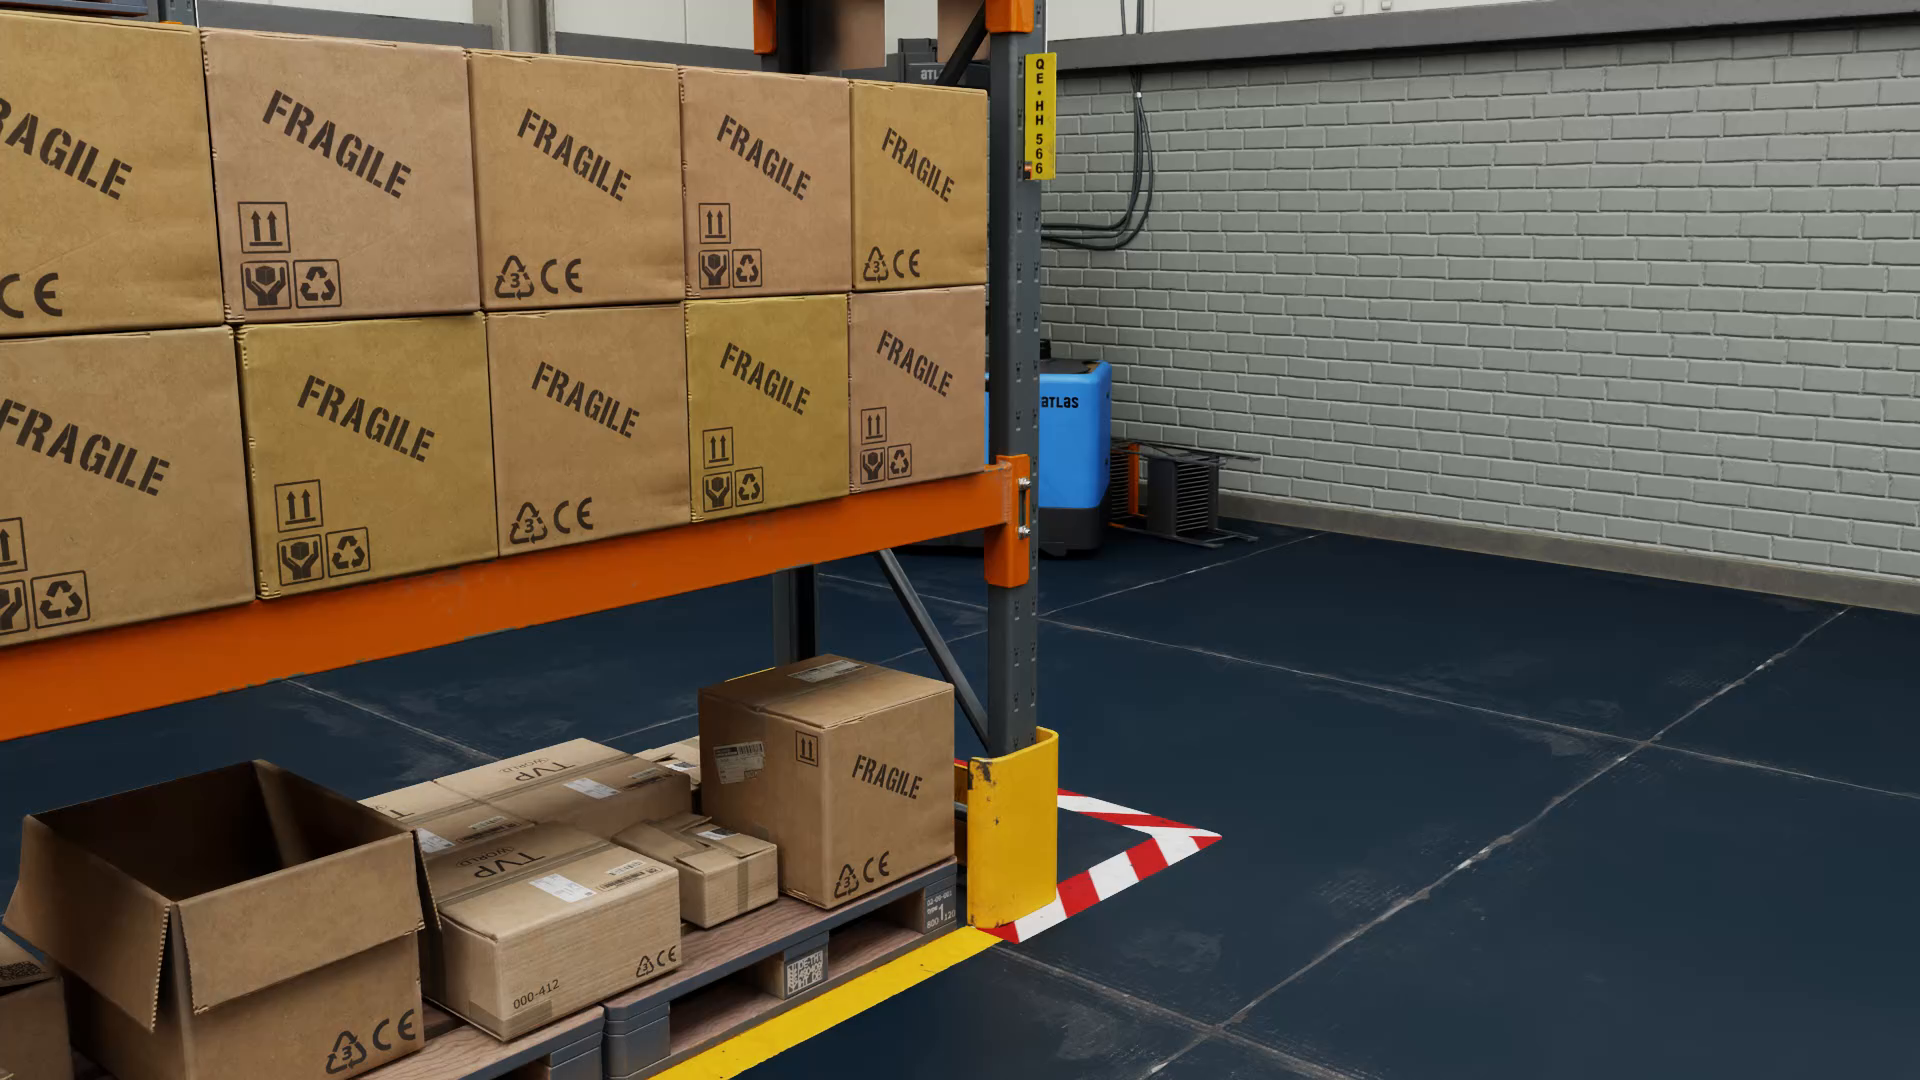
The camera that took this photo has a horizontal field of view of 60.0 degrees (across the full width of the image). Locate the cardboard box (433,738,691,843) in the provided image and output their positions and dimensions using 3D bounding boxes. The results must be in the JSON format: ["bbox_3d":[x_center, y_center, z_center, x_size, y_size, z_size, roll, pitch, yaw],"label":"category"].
[{"bbox_3d":[-1.092,0.772,4.585,0.500,0.250,0.500,10,15,40],"label":"cardboard box"}]

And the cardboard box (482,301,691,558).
[{"bbox_3d":[-0.954,-0.276,3.680,0.500,0.500,0.500,10,15,41],"label":"cardboard box"}]

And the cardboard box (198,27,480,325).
[{"bbox_3d":[-1.288,-0.689,3.194,0.500,0.500,0.500,10,15,42],"label":"cardboard box"}]

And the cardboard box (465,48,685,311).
[{"bbox_3d":[-0.949,-0.765,3.573,0.500,0.500,0.500,10,15,42],"label":"cardboard box"}]

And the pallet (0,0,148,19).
[{"bbox_3d":[-4.395,-2.434,7.310,1.003,0.211,1.213,10,15,40],"label":"pallet"}]

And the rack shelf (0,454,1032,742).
[{"bbox_3d":[-1.510,0.169,3.541,1.077,0.370,4.000,10,15,40],"label":"rack shelf"}]

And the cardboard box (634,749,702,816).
[{"bbox_3d":[-0.890,0.750,4.908,0.380,0.166,0.250,10,15,40],"label":"cardboard box"}]

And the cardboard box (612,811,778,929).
[{"bbox_3d":[-0.699,0.856,4.378,0.380,0.166,0.250,10,15,40],"label":"cardboard box"}]

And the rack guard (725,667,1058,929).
[{"bbox_3d":[-0.240,0.759,5.133,1.175,0.500,0.348,10,15,40],"label":"rack guard"}]

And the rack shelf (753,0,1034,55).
[{"bbox_3d":[-1.510,-1.302,3.247,1.077,0.370,4.000,10,15,40],"label":"rack shelf"}]

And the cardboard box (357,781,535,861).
[{"bbox_3d":[-1.422,0.845,4.217,0.500,0.250,0.500,10,15,40],"label":"cardboard box"}]

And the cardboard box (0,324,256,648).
[{"bbox_3d":[-1.622,-0.127,2.933,0.500,0.500,0.500,10,15,40],"label":"cardboard box"}]

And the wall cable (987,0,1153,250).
[{"bbox_3d":[0.088,-3.323,11.799,3.097,2.526,0.112,10,15,40],"label":"wall cable"}]

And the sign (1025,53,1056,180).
[{"bbox_3d":[0.214,-1.126,4.426,0.100,0.325,0.005,10,15,40],"label":"sign"}]

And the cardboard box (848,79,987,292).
[{"bbox_3d":[-0.277,-0.916,4.330,0.500,0.500,0.500,10,15,40],"label":"cardboard box"}]

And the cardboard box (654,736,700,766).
[{"bbox_3d":[-0.725,0.722,5.094,0.380,0.149,0.250,10,15,40],"label":"cardboard box"}]

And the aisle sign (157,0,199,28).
[{"bbox_3d":[-3.641,-2.364,7.752,0.394,0.787,0.004,10,15,40],"label":"aisle sign"}]

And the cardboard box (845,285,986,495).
[{"bbox_3d":[-0.281,-0.426,4.428,0.500,0.500,0.500,10,15,42],"label":"cardboard box"}]

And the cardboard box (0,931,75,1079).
[{"bbox_3d":[-2.172,0.983,3.374,0.500,0.311,0.500,10,15,40],"label":"cardboard box"}]

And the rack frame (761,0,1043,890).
[{"bbox_3d":[-0.190,-0.478,4.944,1.000,3.000,0.127,10,15,40],"label":"rack frame"}]

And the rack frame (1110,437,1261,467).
[{"bbox_3d":[1.002,-0.615,10.710,0.400,0.015,2.100,-9,14,-38],"label":"rack frame"}]

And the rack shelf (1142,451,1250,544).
[{"bbox_3d":[1.450,-0.273,10.209,0.431,0.480,0.518,-9,14,-38],"label":"rack shelf"}]

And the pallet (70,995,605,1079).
[{"bbox_3d":[-1.571,1.197,3.679,1.003,0.211,1.213,10,15,40],"label":"pallet"}]

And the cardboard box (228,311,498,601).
[{"bbox_3d":[-1.287,-0.202,3.309,0.500,0.500,0.500,9,15,40],"label":"cardboard box"}]

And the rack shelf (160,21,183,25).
[{"bbox_3d":[-5.234,-1.941,6.451,1.077,0.370,4.000,10,15,40],"label":"rack shelf"}]

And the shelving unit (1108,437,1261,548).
[{"bbox_3d":[1.004,-0.375,10.756,0.431,0.503,2.100,-9,14,-38],"label":"shelving unit"}]

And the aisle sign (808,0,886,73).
[{"bbox_3d":[-0.366,-1.800,4.930,0.394,0.787,0.004,10,15,40],"label":"aisle sign"}]

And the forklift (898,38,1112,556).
[{"bbox_3d":[-0.614,-1.458,10.025,3.031,2.935,1.130,2,11,9],"label":"forklift"}]

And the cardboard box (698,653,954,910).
[{"bbox_3d":[-0.364,0.644,4.586,0.500,0.500,0.500,10,15,40],"label":"cardboard box"}]

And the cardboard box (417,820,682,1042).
[{"bbox_3d":[-1.014,0.903,3.930,0.500,0.250,0.500,10,15,40],"label":"cardboard box"}]

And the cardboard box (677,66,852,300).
[{"bbox_3d":[-0.610,-0.841,3.958,0.500,0.500,0.500,10,15,42],"label":"cardboard box"}]

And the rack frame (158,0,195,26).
[{"bbox_3d":[-3.914,-1.118,8.148,1.000,3.000,0.127,10,15,40],"label":"rack frame"}]

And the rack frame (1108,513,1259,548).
[{"bbox_3d":[1.005,-0.136,10.802,0.400,0.015,2.100,-9,14,-38],"label":"rack frame"}]

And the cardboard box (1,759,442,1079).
[{"bbox_3d":[-1.594,0.842,3.586,0.797,0.503,0.637,10,15,40],"label":"cardboard box"}]

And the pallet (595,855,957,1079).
[{"bbox_3d":[-0.766,1.019,4.573,1.003,0.211,1.213,10,15,40],"label":"pallet"}]

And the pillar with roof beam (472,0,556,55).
[{"bbox_3d":[0.453,-4.012,7.322,9.100,9.000,0.400,10,15,40],"label":"pillar with roof beam"}]

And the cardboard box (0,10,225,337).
[{"bbox_3d":[-1.628,-0.613,2.813,0.500,0.500,0.500,9,15,39],"label":"cardboard box"}]

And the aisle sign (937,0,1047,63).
[{"bbox_3d":[0.085,-1.723,4.541,0.394,0.787,0.004,10,15,40],"label":"aisle sign"}]

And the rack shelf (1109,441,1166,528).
[{"bbox_3d":[1.012,-0.373,10.746,0.431,0.480,0.518,-9,14,-38],"label":"rack shelf"}]

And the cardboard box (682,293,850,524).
[{"bbox_3d":[-0.621,-0.349,4.044,0.500,0.500,0.500,10,15,41],"label":"cardboard box"}]
